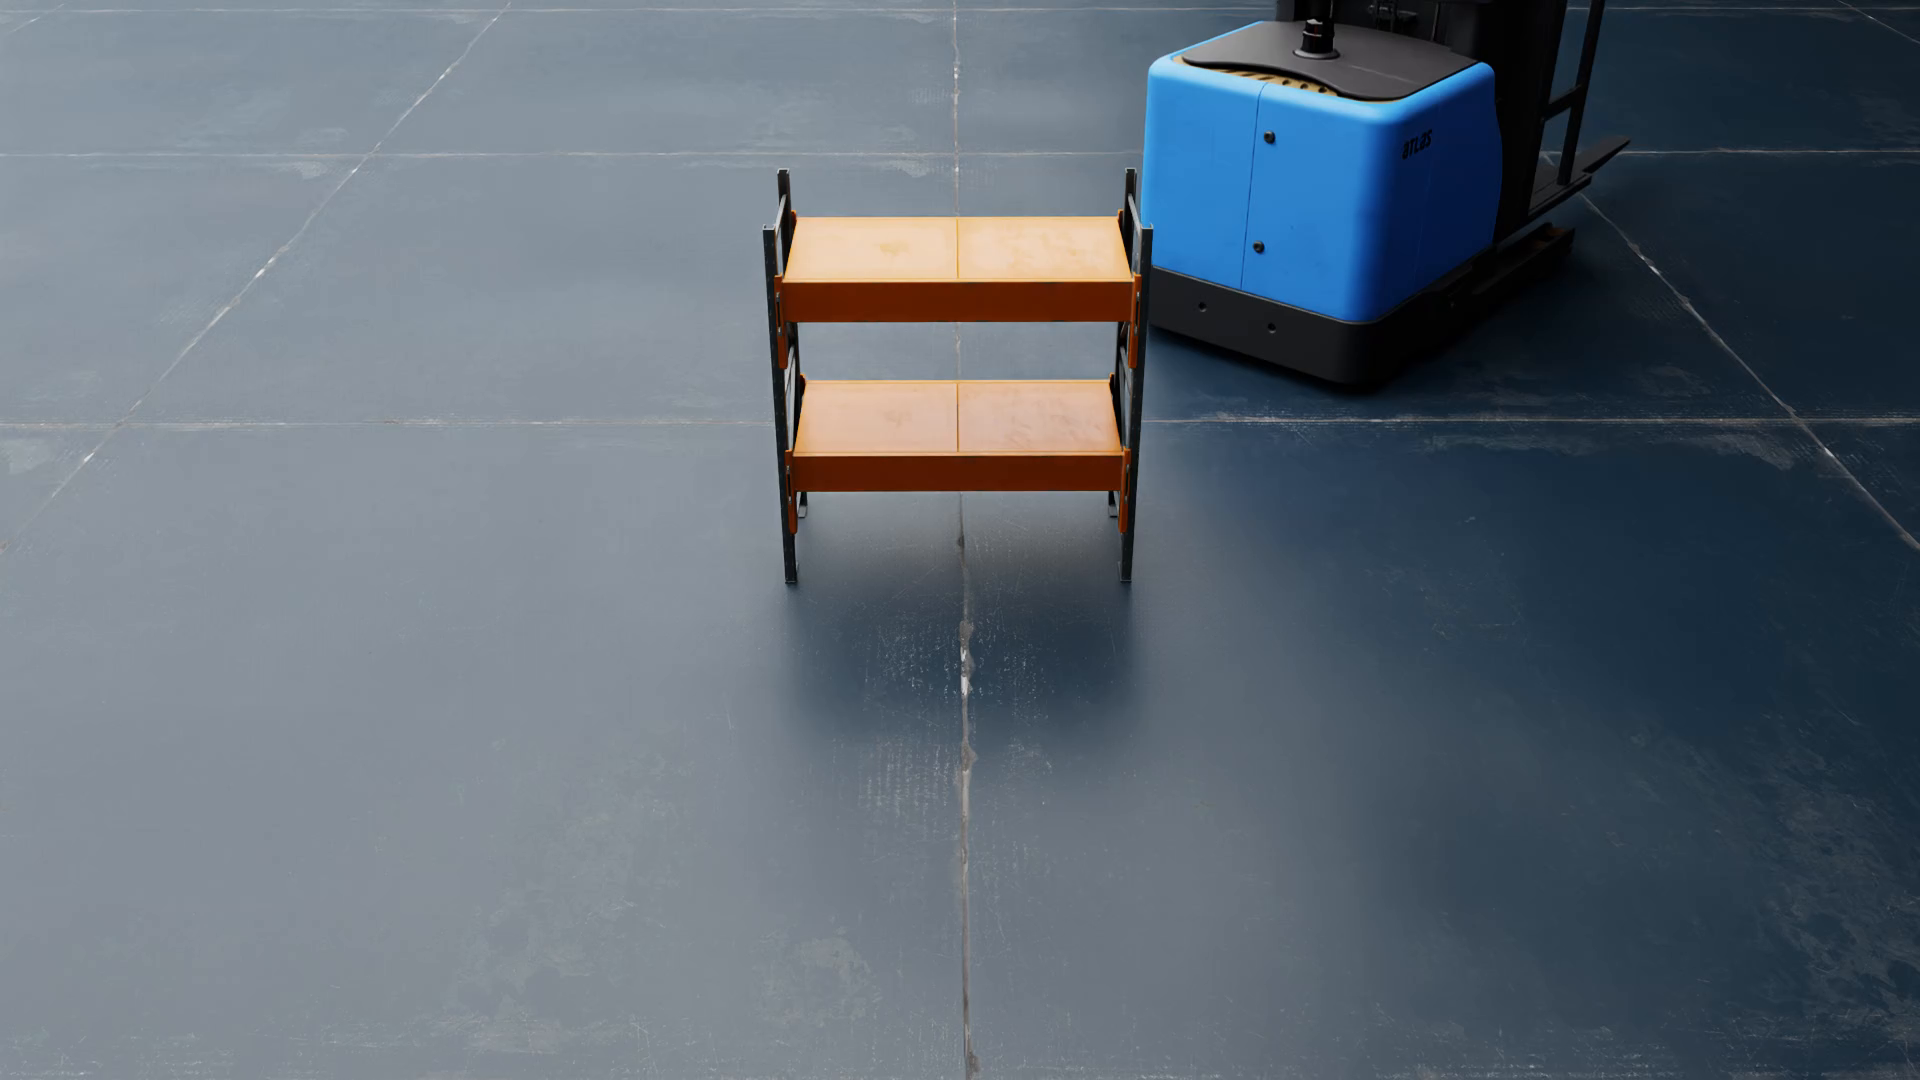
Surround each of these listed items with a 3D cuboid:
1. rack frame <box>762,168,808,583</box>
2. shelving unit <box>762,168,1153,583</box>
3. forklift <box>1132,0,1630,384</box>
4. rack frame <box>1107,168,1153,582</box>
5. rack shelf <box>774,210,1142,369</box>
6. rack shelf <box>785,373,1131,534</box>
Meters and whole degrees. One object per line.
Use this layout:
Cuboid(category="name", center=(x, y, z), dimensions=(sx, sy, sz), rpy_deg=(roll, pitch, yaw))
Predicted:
Cuboid(category="rack frame", center=(-0.515, -0.479, 4.956), dimensions=(0.032, 1.125, 0.500), rpy_deg=(0, 31, 0))
Cuboid(category="shelving unit", center=(-0.007, -0.481, 4.958), dimensions=(1.048, 1.125, 0.538), rpy_deg=(0, 31, 0))
Cuboid(category="forklift", center=(2.005, -2.511, 6.564), dimensions=(1.130, 2.935, 3.031), rpy_deg=(23, 38, 33))
Cuboid(category="rack frame", center=(0.502, -0.482, 4.961), dimensions=(0.032, 1.125, 0.500), rpy_deg=(0, 31, 0))
Cuboid(category="rack shelf", center=(-0.007, -0.731, 4.806), dimensions=(1.000, 0.278, 0.538), rpy_deg=(0, 31, 0))
Cuboid(category="rack shelf", center=(-0.007, -0.272, 5.085), dimensions=(1.000, 0.278, 0.538), rpy_deg=(0, 31, 0))
